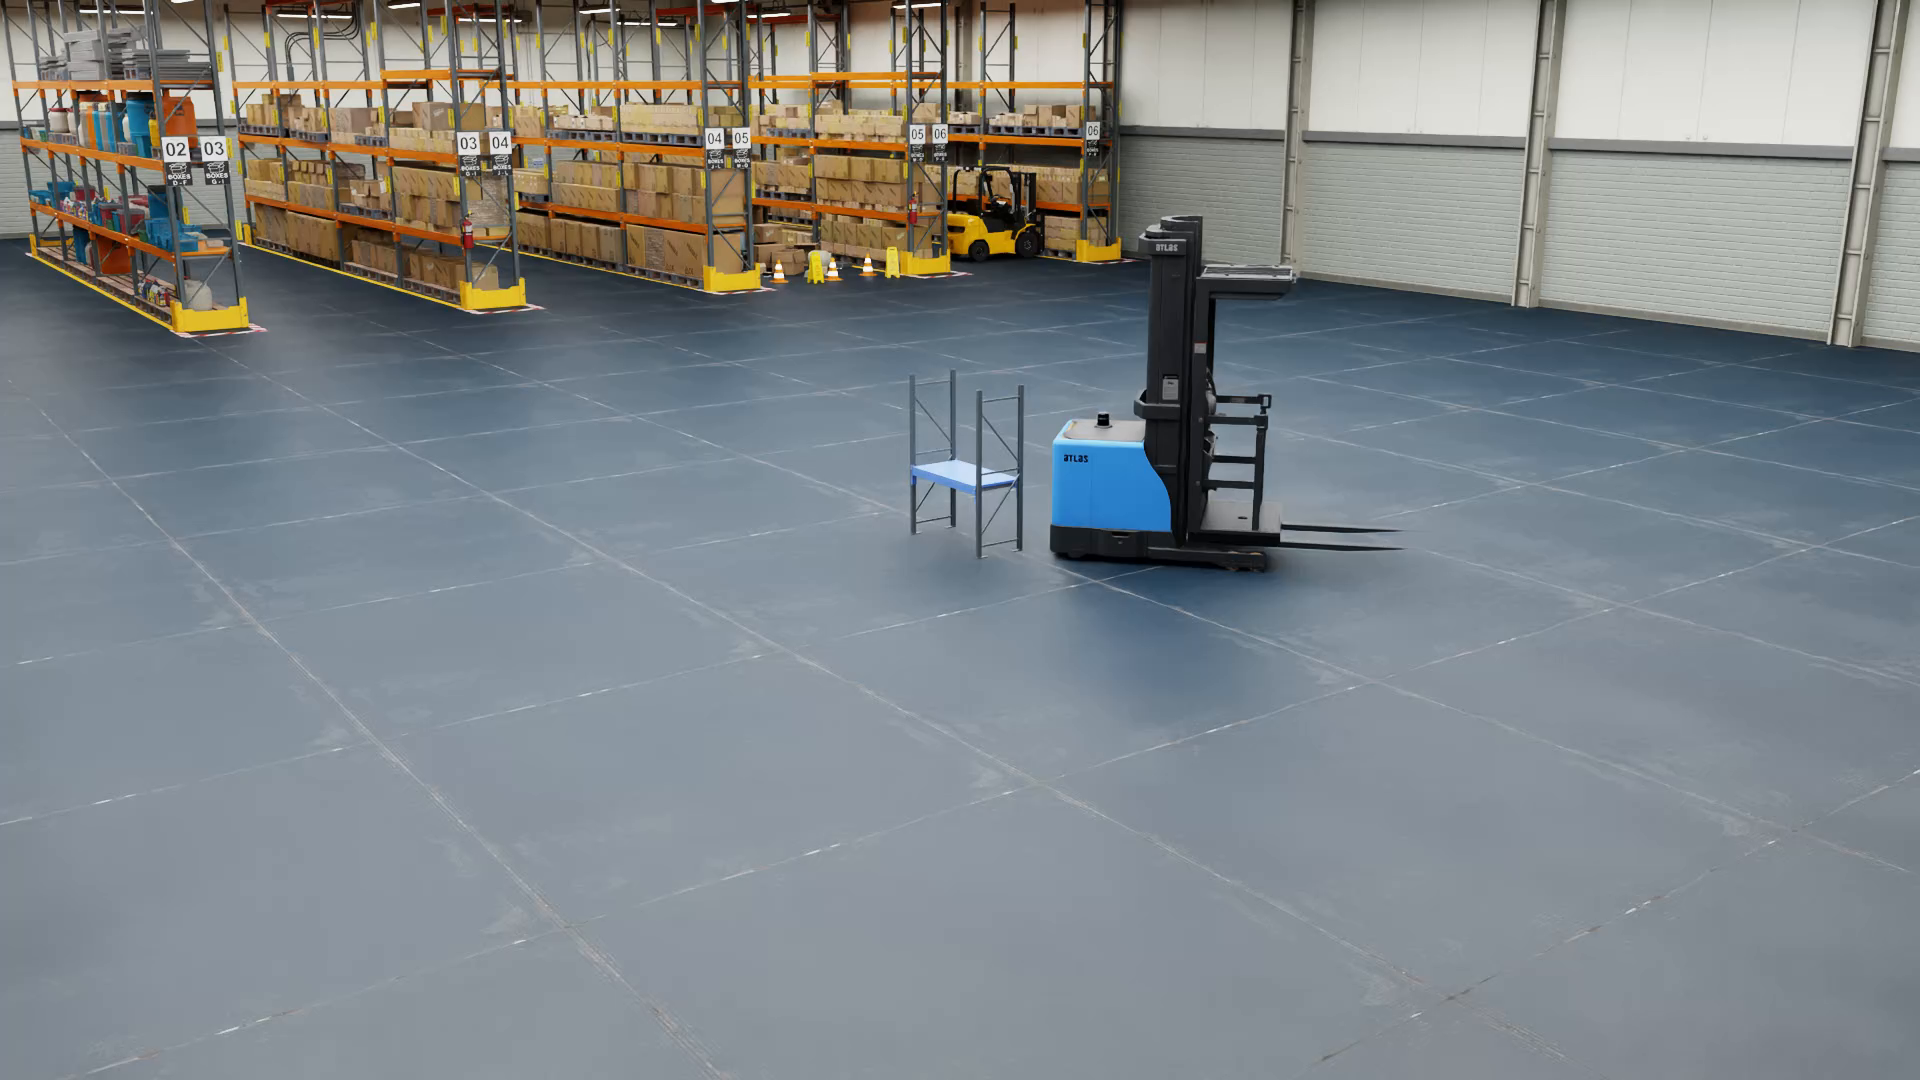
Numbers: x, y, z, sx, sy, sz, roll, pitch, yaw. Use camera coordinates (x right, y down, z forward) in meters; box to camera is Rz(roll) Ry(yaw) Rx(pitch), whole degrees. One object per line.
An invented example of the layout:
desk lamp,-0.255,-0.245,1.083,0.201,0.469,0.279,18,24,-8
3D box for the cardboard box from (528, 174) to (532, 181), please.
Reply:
cardboard box,-10.172,-8.743,40.064,0.380,0.149,0.250,-11,19,-35

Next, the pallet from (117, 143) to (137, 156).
pallet,-14.590,-7.132,30.303,1.213,0.211,1.003,-11,19,-35

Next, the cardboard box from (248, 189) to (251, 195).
cardboard box,-18.048,-8.944,42.722,0.380,0.149,0.250,-11,19,-35

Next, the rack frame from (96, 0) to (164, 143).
rack frame,-15.093,-8.809,30.389,1.000,3.000,0.127,-11,19,-35

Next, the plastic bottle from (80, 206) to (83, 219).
plastic bottle,-18.445,-6.888,34.977,0.097,0.271,0.097,0,15,0

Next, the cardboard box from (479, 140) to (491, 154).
cardboard box,-8.809,-7.348,31.016,0.500,0.250,0.500,-10,18,-33

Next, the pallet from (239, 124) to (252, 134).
pallet,-17.698,-10.494,42.395,1.003,0.211,1.213,-11,19,-35

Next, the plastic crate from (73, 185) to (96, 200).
plastic crate,-20.119,-7.913,38.245,0.402,0.464,0.583,-11,19,-35

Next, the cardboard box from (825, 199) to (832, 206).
cardboard box,-2.954,-7.938,39.048,0.380,0.149,0.250,-10,18,-33

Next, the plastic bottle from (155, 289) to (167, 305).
plastic bottle,-14.302,-4.342,29.759,0.152,0.276,0.135,-11,19,-34

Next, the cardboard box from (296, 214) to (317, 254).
cardboard box,-14.872,-7.246,39.272,1.225,0.875,0.875,-12,19,-36

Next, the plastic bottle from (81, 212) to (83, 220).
plastic bottle,-18.388,-6.833,34.910,0.097,0.201,0.097,0,15,0

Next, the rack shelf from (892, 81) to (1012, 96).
rack shelf,-0.234,-11.775,43.344,1.077,0.370,4.000,-11,19,-35

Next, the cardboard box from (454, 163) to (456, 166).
cardboard box,-13.129,-10.202,44.197,0.500,0.500,0.500,-12,19,-36

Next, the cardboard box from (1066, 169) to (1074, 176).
cardboard box,2.743,-8.736,39.504,0.380,0.149,0.250,-11,19,-34

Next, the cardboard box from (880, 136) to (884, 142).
cardboard box,-1.551,-8.901,36.884,0.380,0.149,0.250,-11,19,-34

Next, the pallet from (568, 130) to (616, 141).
pallet,-8.286,-9.275,38.131,1.003,0.211,1.213,-10,18,-32

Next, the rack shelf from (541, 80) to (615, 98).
rack shelf,-8.191,-10.213,37.640,1.077,0.370,4.000,-11,19,-35

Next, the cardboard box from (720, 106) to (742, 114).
cardboard box,-4.602,-8.660,33.508,0.380,0.149,0.250,-11,19,-34

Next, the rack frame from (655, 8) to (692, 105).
rack frame,-7.774,-12.824,45.060,1.000,3.000,0.127,-11,19,-35

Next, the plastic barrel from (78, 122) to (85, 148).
plastic barrel,-17.510,-8.157,33.475,0.421,0.512,0.421,0,15,0

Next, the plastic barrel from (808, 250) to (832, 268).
plastic barrel,-3.158,-6.332,37.583,0.512,0.421,0.421,1,15,4

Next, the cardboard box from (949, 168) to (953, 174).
cardboard box,-0.071,-9.607,43.252,0.380,0.149,0.250,-11,19,-36

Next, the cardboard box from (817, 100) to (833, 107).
cardboard box,-3.867,-12.503,47.711,0.396,0.266,0.258,-11,19,-35

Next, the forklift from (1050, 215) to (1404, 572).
forklift,2.362,-1.294,14.426,3.031,2.935,1.130,3,16,11

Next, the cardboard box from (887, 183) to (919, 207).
cardboard box,-1.261,-7.633,36.704,0.500,0.500,0.500,-11,19,-36

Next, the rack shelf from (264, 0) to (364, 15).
rack shelf,-14.614,-12.115,37.536,1.077,0.370,4.000,-11,19,-35

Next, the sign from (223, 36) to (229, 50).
sign,-18.595,-12.582,42.106,0.100,0.325,0.005,-11,19,-35

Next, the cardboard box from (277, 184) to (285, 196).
cardboard box,-16.262,-8.517,40.408,0.500,0.250,0.500,-11,19,-36

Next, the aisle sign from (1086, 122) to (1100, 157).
aisle sign,3.095,-9.334,38.747,0.394,0.787,0.004,-11,19,-35

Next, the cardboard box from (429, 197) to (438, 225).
cardboard box,-9.686,-6.345,31.998,0.875,0.500,0.500,-11,19,-35

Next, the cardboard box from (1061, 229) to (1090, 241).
cardboard box,2.755,-7.313,39.752,0.500,0.250,0.500,-11,19,-35

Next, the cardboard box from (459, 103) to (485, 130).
cardboard box,-9.389,-8.069,31.667,0.500,0.500,0.500,-11,19,-35

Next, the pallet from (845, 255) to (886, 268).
pallet,-1.926,-6.479,38.522,1.003,0.211,1.213,-11,19,-35

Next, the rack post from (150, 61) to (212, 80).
rack post,-13.083,-7.895,27.997,0.937,0.300,0.954,-9,18,-29

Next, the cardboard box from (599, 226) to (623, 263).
cardboard box,-7.453,-6.669,37.399,1.050,0.750,0.750,-11,19,-35

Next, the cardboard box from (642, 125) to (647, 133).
cardboard box,-6.476,-8.662,35.023,0.380,0.149,0.250,-11,19,-35

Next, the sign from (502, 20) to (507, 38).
sign,-8.296,-9.297,30.251,0.100,0.325,0.005,-11,19,-35

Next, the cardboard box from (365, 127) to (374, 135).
cardboard box,-12.270,-8.606,34.976,0.380,0.166,0.250,-12,19,-36

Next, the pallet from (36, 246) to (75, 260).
pallet,-21.695,-6.951,40.246,1.003,0.211,1.213,-11,19,-35

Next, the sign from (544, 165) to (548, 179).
sign,-9.800,-8.721,39.388,0.100,0.325,0.005,-11,19,-35

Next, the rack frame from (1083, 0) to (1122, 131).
rack frame,3.294,-11.033,38.516,1.000,3.000,0.127,-11,19,-35

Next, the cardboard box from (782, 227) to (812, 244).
cardboard box,-4.217,-7.570,41.410,0.950,0.372,0.625,-10,18,-33

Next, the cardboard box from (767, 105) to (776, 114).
cardboard box,-5.465,-12.965,50.029,0.500,0.250,0.500,-11,19,-35

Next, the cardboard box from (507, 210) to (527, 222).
cardboard box,-11.183,-8.187,42.001,0.500,0.250,0.500,-10,18,-33

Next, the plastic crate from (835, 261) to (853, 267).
plastic crate,-2.811,-6.352,38.306,0.583,0.080,0.402,10,18,33

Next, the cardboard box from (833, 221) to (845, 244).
cardboard box,-2.618,-7.180,38.794,0.500,0.500,0.500,-10,18,-32

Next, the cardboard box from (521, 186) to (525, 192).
cardboard box,-10.469,-8.564,40.539,0.380,0.149,0.250,-11,19,-35

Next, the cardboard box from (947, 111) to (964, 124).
cardboard box,-0.132,-10.929,43.001,0.500,0.311,0.500,-12,19,-36

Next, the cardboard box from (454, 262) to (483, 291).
cardboard box,-9.467,-5.085,32.088,0.500,0.500,0.500,-6,16,-20

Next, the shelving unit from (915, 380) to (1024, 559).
shelving unit,0.053,-0.704,14.982,0.500,1.500,1.039,-11,19,-35

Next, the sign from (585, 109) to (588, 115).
sign,-8.913,-10.106,39.679,0.100,0.325,0.005,-11,19,-35

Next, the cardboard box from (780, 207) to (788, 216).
cardboard box,-5.129,-10.091,50.376,0.500,0.500,0.500,-10,18,-34

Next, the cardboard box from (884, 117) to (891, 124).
cardboard box,-1.442,-9.218,36.530,0.380,0.149,0.250,-11,19,-35

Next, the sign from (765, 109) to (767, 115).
sign,-4.982,-10.857,42.573,0.100,0.325,0.005,-11,19,-35

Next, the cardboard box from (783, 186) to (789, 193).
cardboard box,-4.070,-8.533,40.426,0.380,0.149,0.250,-11,19,-34

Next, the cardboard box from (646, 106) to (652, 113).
cardboard box,-6.327,-8.992,34.719,0.380,0.149,0.250,-11,19,-35

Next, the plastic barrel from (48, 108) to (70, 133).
plastic barrel,-19.690,-9.187,36.401,0.433,0.535,0.433,0,15,0
